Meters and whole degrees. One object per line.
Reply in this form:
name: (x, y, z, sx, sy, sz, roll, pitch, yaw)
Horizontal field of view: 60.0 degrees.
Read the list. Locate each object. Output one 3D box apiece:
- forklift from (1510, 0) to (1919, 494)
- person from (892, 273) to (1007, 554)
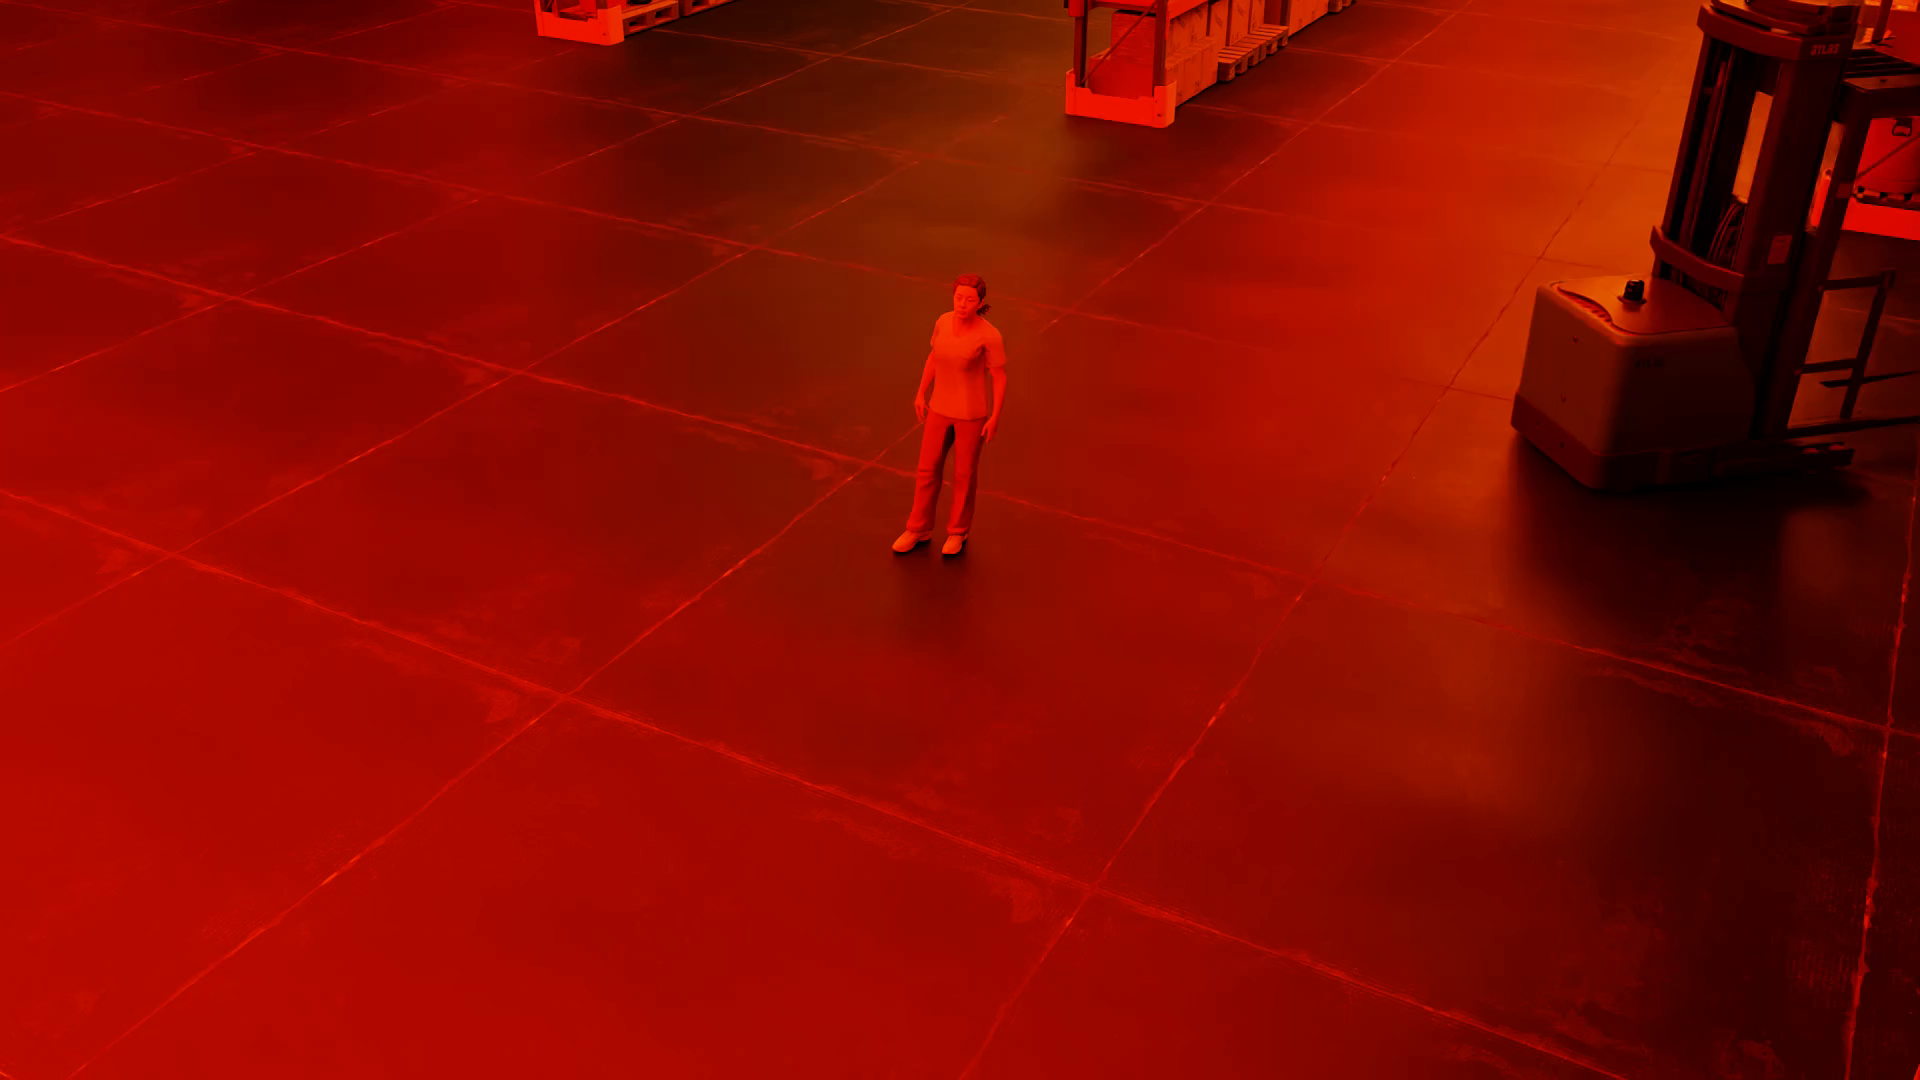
forklift: (5.283, -1.946, 10.442, 3.031, 2.935, 1.130, -7, 31, -12)
person: (-0.046, -0.703, 9.529, 0.553, 1.673, 0.548, 15, 33, 25)
